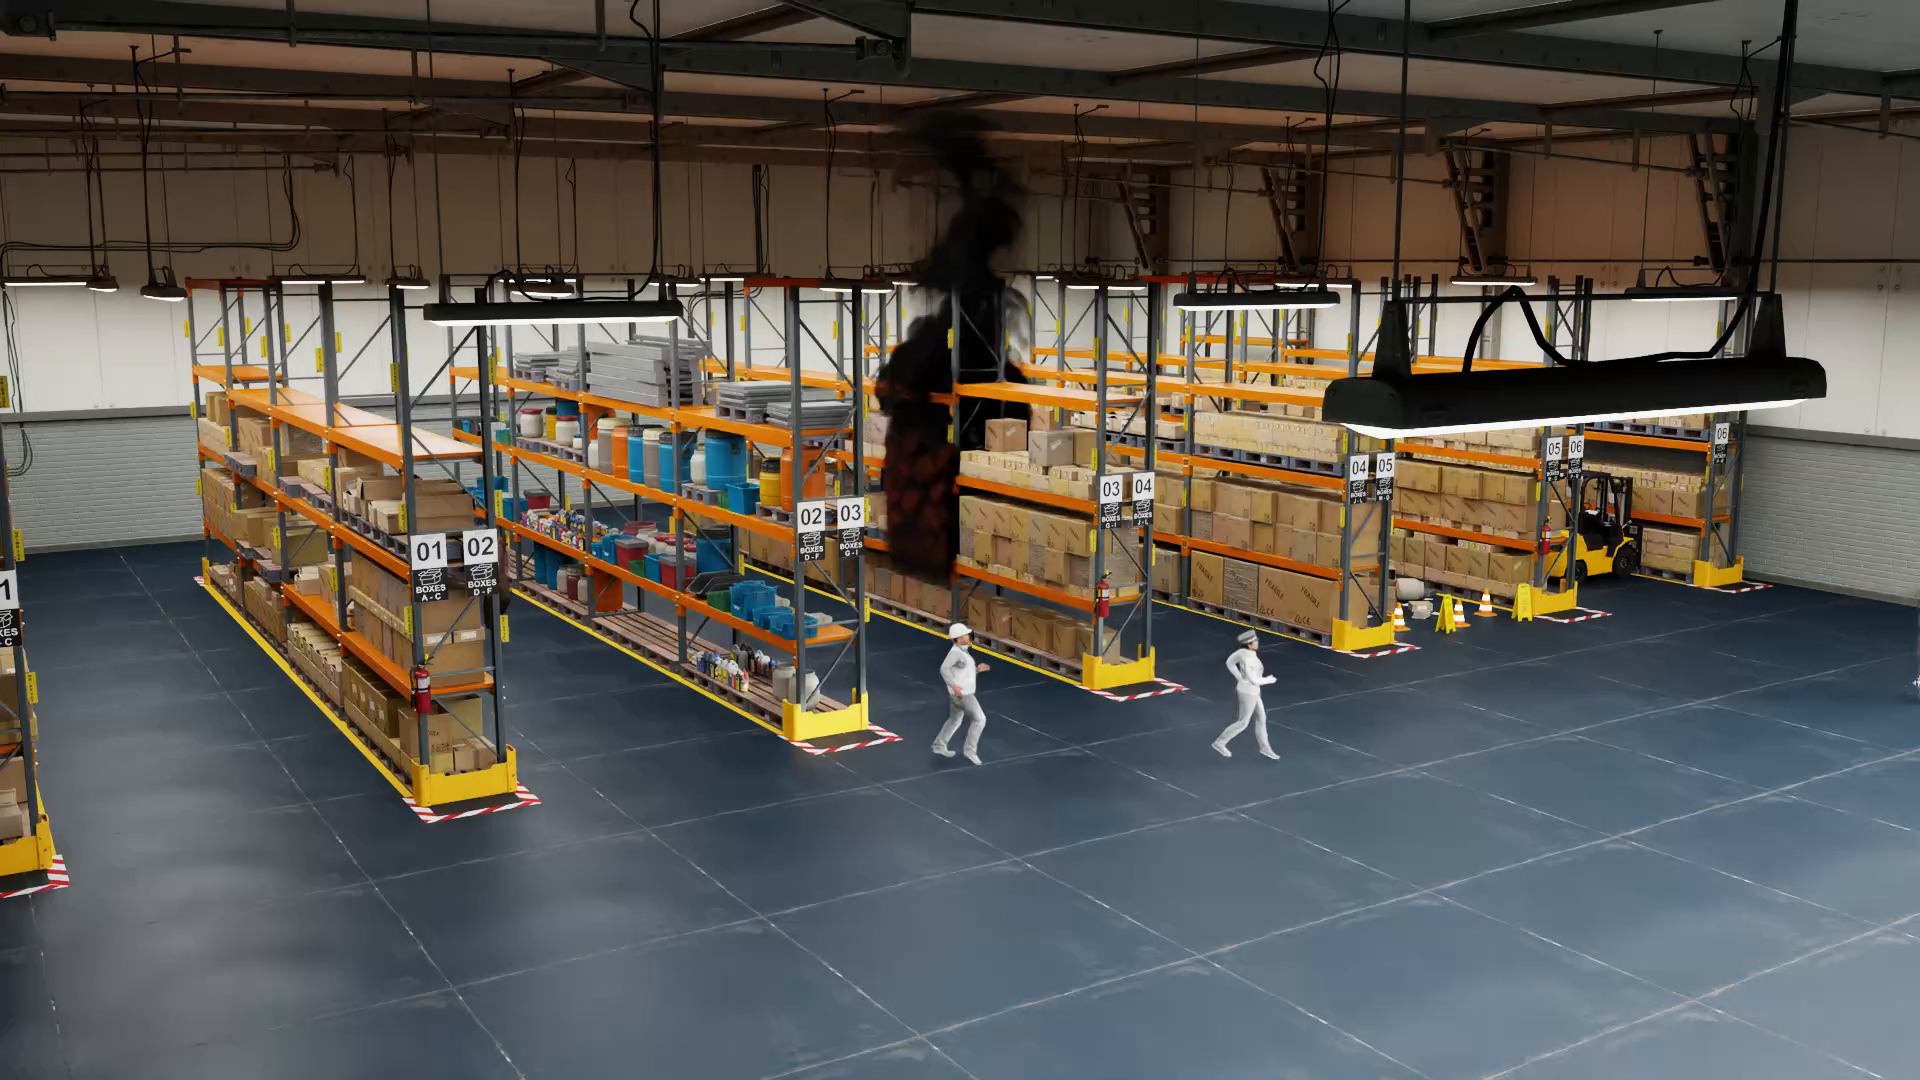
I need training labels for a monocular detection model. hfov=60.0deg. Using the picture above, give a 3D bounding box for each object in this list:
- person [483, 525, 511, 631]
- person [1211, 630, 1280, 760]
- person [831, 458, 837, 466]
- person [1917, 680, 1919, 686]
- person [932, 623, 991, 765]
[{"bbox_3d":[-7.605,0.653,27.222,0.694,1.821,0.671,-8,13,-41],"label":"person"},{"bbox_3d":[3.654,1.982,21.150,0.892,1.721,0.622,0,10,2],"label":"person"},{"bbox_3d":[-3.079,-1.112,39.433,0.735,1.710,0.977,-5,11,-26],"label":"person"},{"bbox_3d":[14.223,1.545,23.845,0.769,1.663,0.587,2,10,14],"label":"person"},{"bbox_3d":[0.018,1.958,21.082,0.752,1.829,0.624,-1,10,-4],"label":"person"}]
